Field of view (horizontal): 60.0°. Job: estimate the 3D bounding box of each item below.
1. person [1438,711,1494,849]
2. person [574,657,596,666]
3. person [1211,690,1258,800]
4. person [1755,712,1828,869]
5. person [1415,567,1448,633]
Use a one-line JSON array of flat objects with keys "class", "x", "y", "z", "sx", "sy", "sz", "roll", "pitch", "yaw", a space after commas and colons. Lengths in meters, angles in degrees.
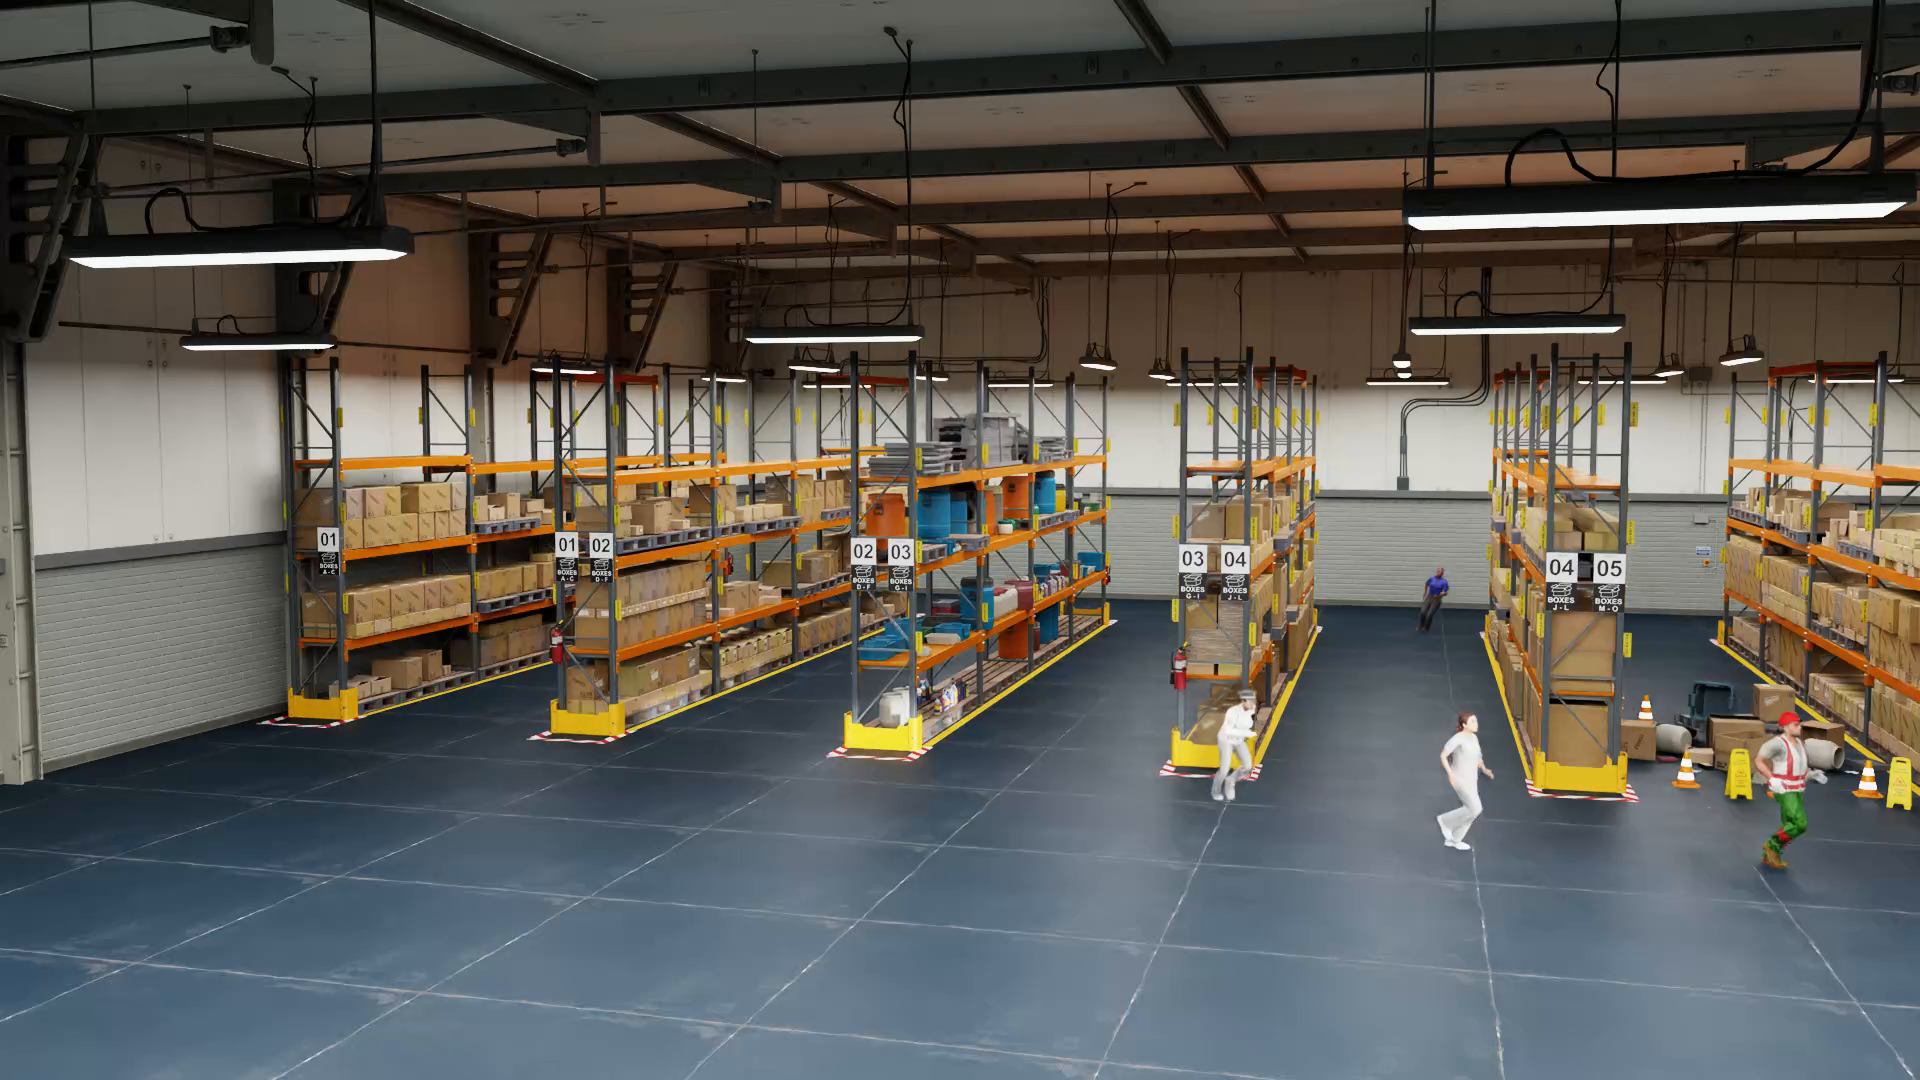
[{"class": "person", "x": 5.852, "y": 2.783, "z": 19.220, "sx": 0.556, "sy": 1.620, "sz": 0.592, "roll": -4, "pitch": 6, "yaw": -41}, {"class": "person", "x": -6.687, "y": 2.023, "z": 29.703, "sx": 0.503, "sy": 1.617, "sz": 0.682, "roll": 1, "pitch": 4, "yaw": 8}, {"class": "person", "x": 3.601, "y": 2.655, "z": 21.570, "sx": 0.641, "sy": 1.517, "sz": 0.886, "roll": -3, "pitch": 5, "yaw": -32}, {"class": "person", "x": 9.166, "y": 2.768, "z": 18.322, "sx": 0.633, "sy": 1.740, "sz": 0.619, "roll": -3, "pitch": 5, "yaw": -34}, {"class": "person", "x": 10.897, "y": 1.399, "z": 38.475, "sx": 0.782, "sy": 1.567, "sz": 0.547, "roll": 3, "pitch": 5, "yaw": 33}]
